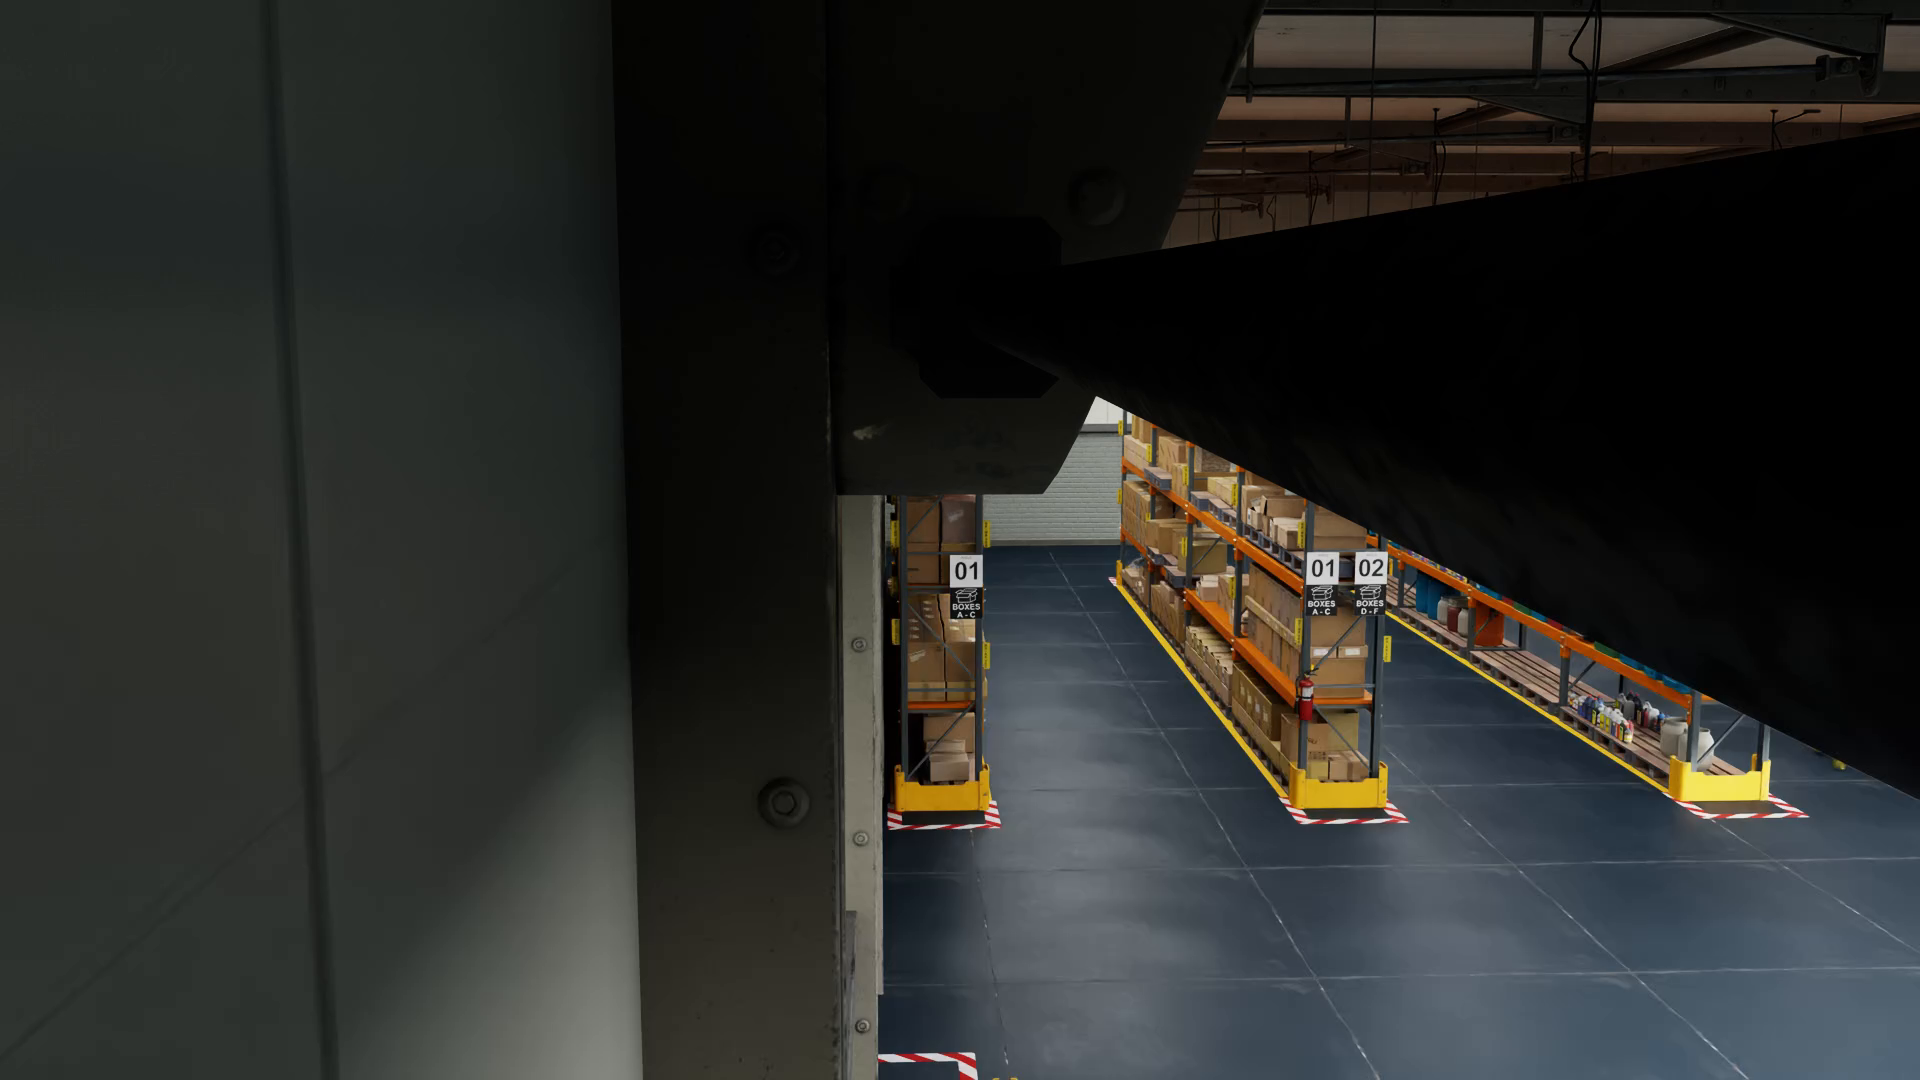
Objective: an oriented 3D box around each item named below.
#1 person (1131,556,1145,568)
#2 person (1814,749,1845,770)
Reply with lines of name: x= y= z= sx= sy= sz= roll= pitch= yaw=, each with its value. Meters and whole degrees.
person: x=4.298 y=0.033 z=37.715 sx=0.910 sy=1.477 sz=0.404 roll=4 pitch=10 yaw=28
person: x=11.810 y=2.174 z=22.459 sx=0.638 sy=1.716 sz=1.093 roll=4 pitch=9 yaw=24
